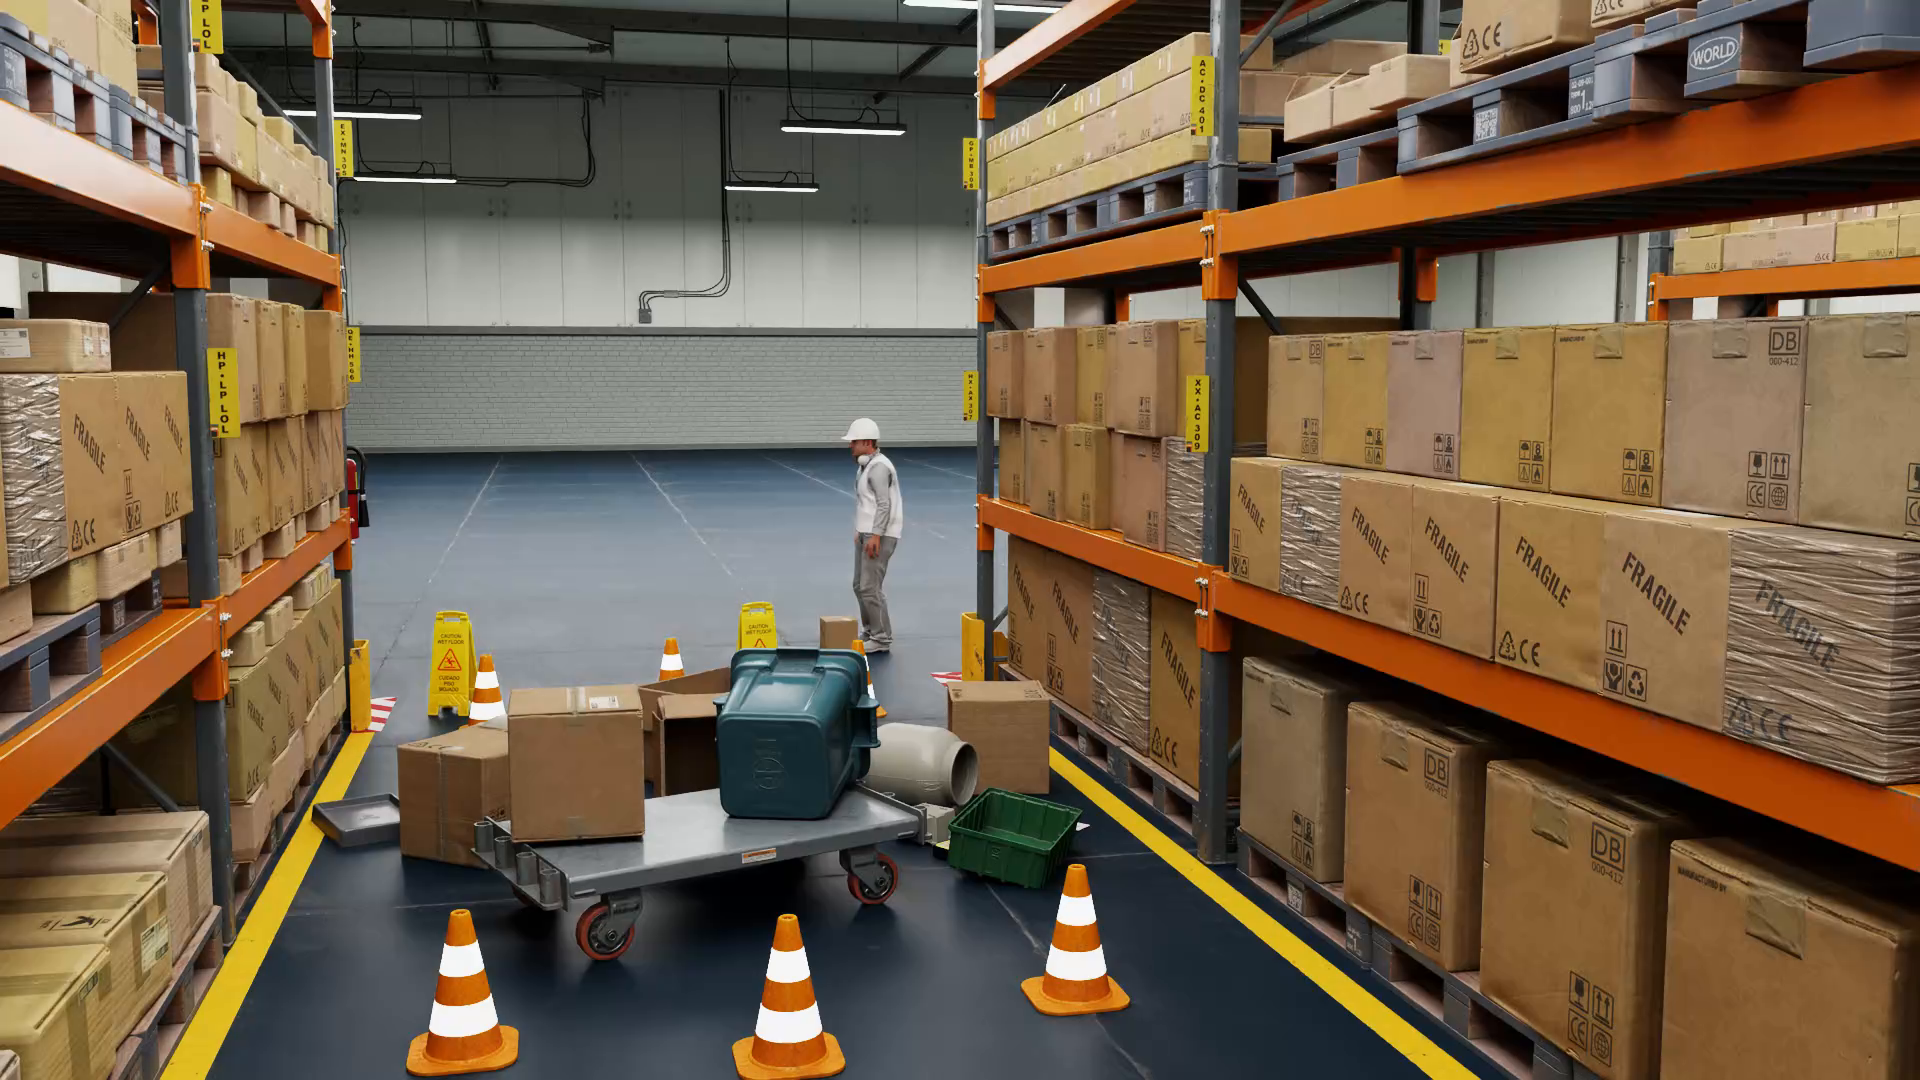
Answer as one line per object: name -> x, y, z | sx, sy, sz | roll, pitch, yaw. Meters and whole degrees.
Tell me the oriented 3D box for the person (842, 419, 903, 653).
person -> -0.675, -0.041, 12.702 | 0.462, 1.770, 0.579 | -2, 6, -15
